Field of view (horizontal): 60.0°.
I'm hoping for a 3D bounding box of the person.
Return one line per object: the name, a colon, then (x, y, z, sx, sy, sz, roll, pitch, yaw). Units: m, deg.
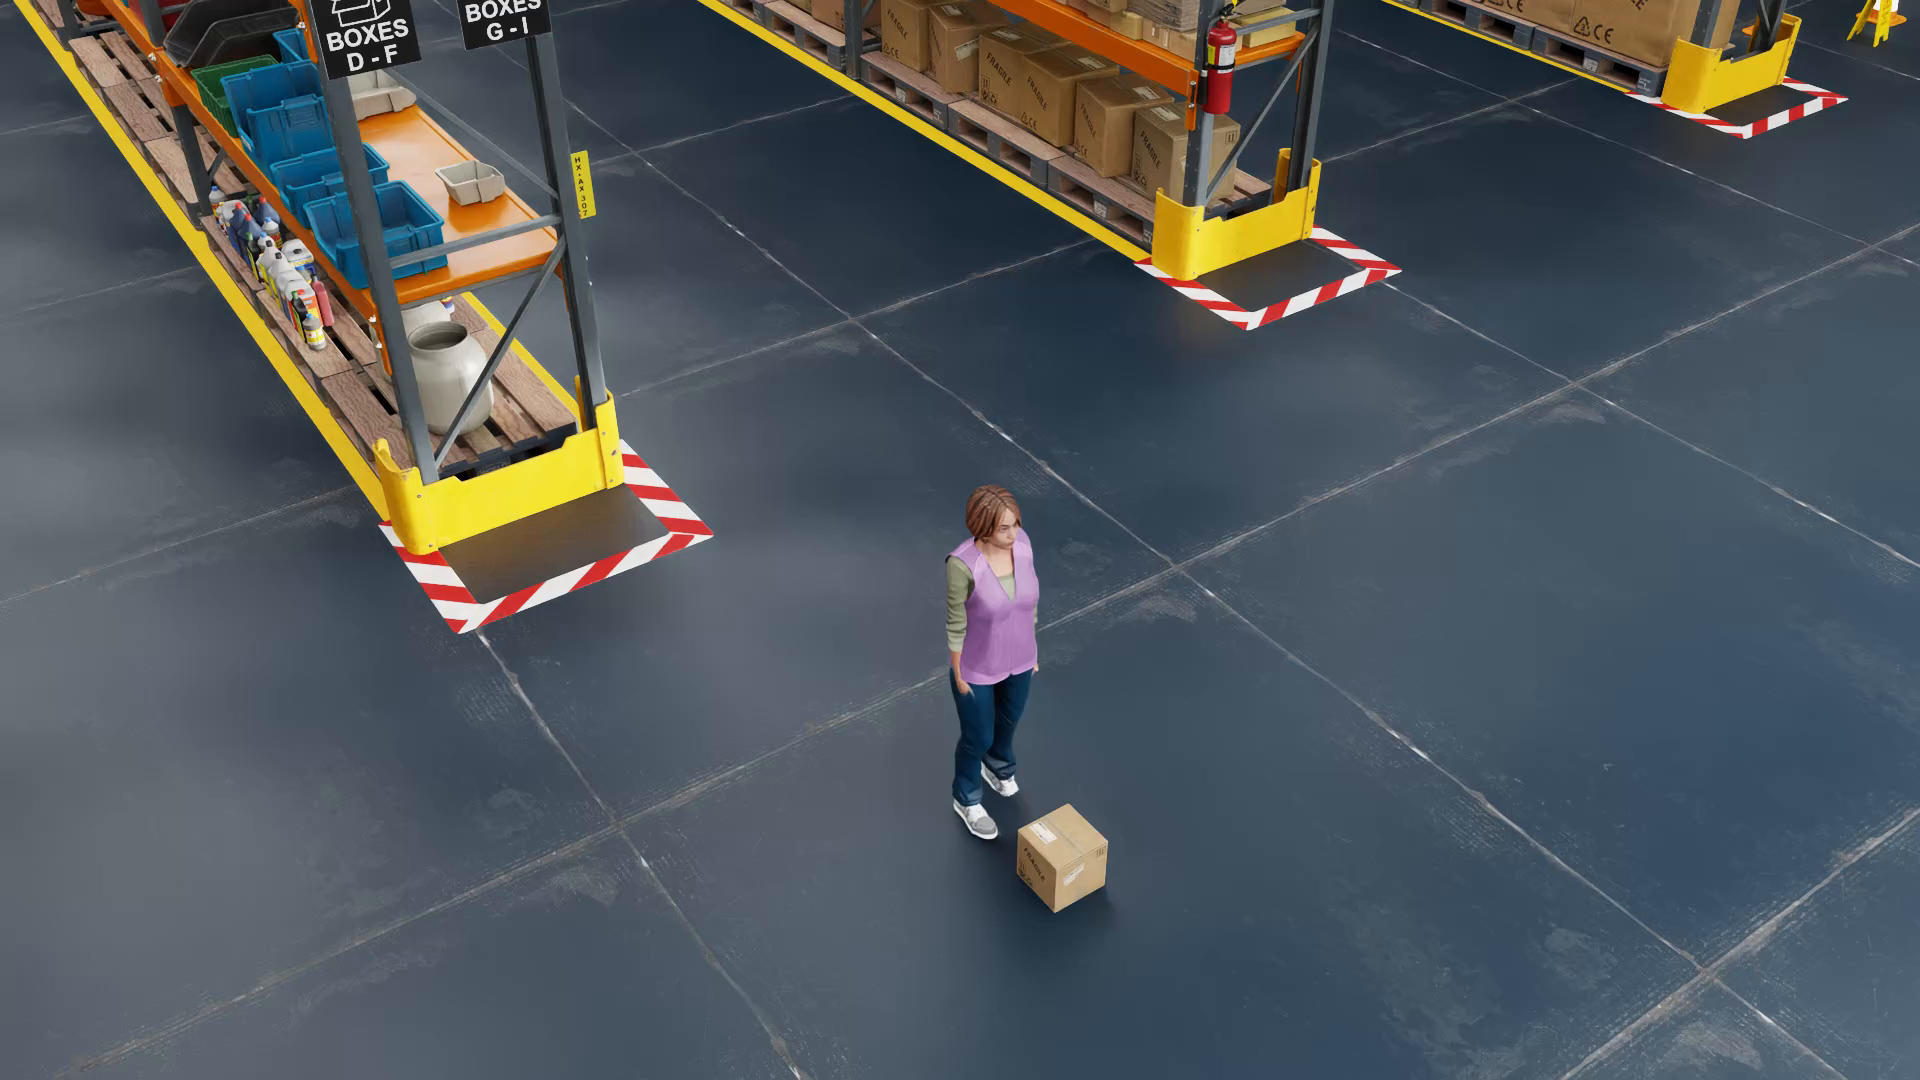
person: (0.127, 0.484, 6.412, 0.410, 1.657, 0.352, -22, 42, -27)
